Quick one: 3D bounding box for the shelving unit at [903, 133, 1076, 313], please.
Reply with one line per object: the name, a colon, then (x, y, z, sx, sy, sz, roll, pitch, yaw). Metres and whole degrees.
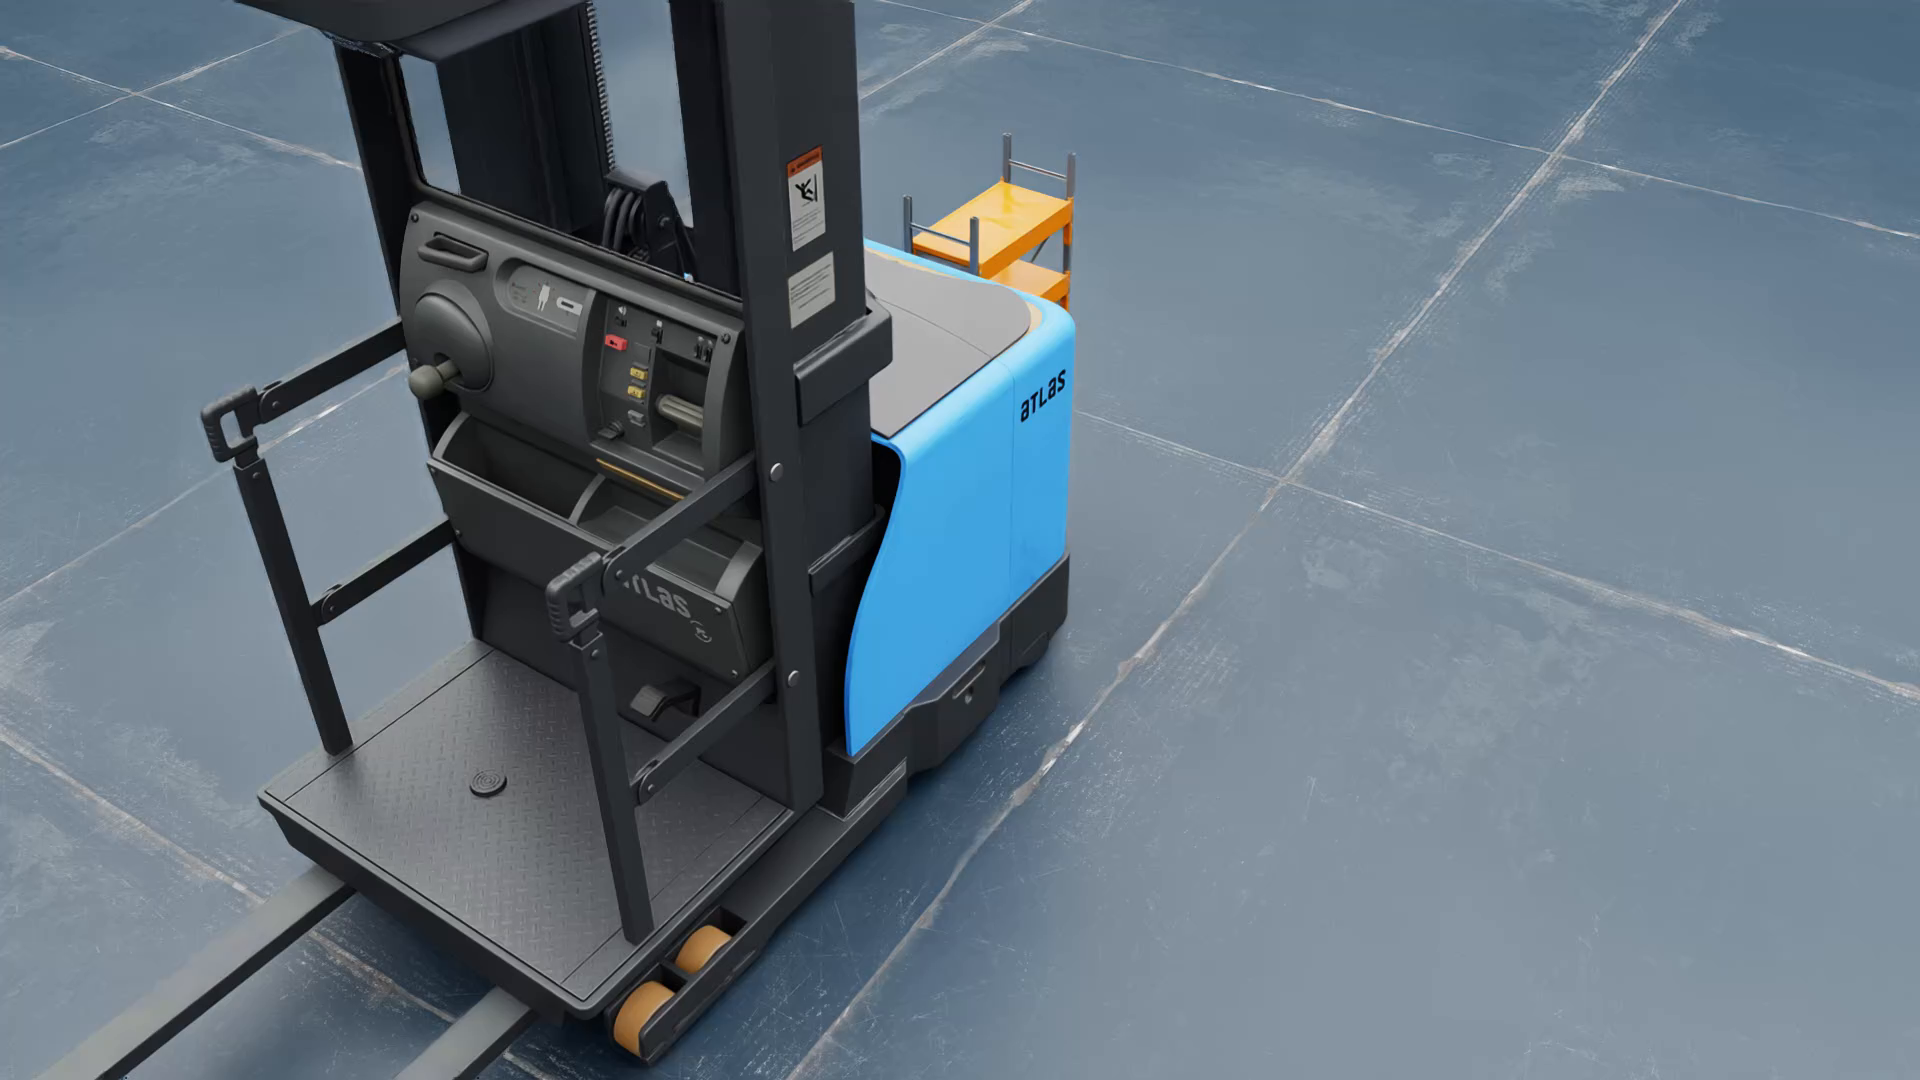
shelving unit: (0.088, -0.537, 4.963, 0.258, 1.200, 0.503, 23, 43, 27)

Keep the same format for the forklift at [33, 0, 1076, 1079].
forklift: (-0.942, -0.336, 3.285, 1.130, 2.935, 3.031, 23, 43, 27)

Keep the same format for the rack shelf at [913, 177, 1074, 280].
rack shelf: (0.088, -0.848, 4.724, 0.258, 0.148, 0.480, 23, 43, 27)

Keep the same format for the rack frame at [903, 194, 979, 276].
rack frame: (-0.052, -0.414, 4.805, 0.240, 1.200, 0.015, 23, 43, 27)

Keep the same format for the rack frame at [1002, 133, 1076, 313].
rack frame: (0.227, -0.659, 5.122, 0.240, 1.200, 0.015, 23, 43, 27)

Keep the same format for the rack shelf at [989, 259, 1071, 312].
rack shelf: (0.088, -0.661, 4.868, 0.258, 0.148, 0.480, 23, 43, 27)
